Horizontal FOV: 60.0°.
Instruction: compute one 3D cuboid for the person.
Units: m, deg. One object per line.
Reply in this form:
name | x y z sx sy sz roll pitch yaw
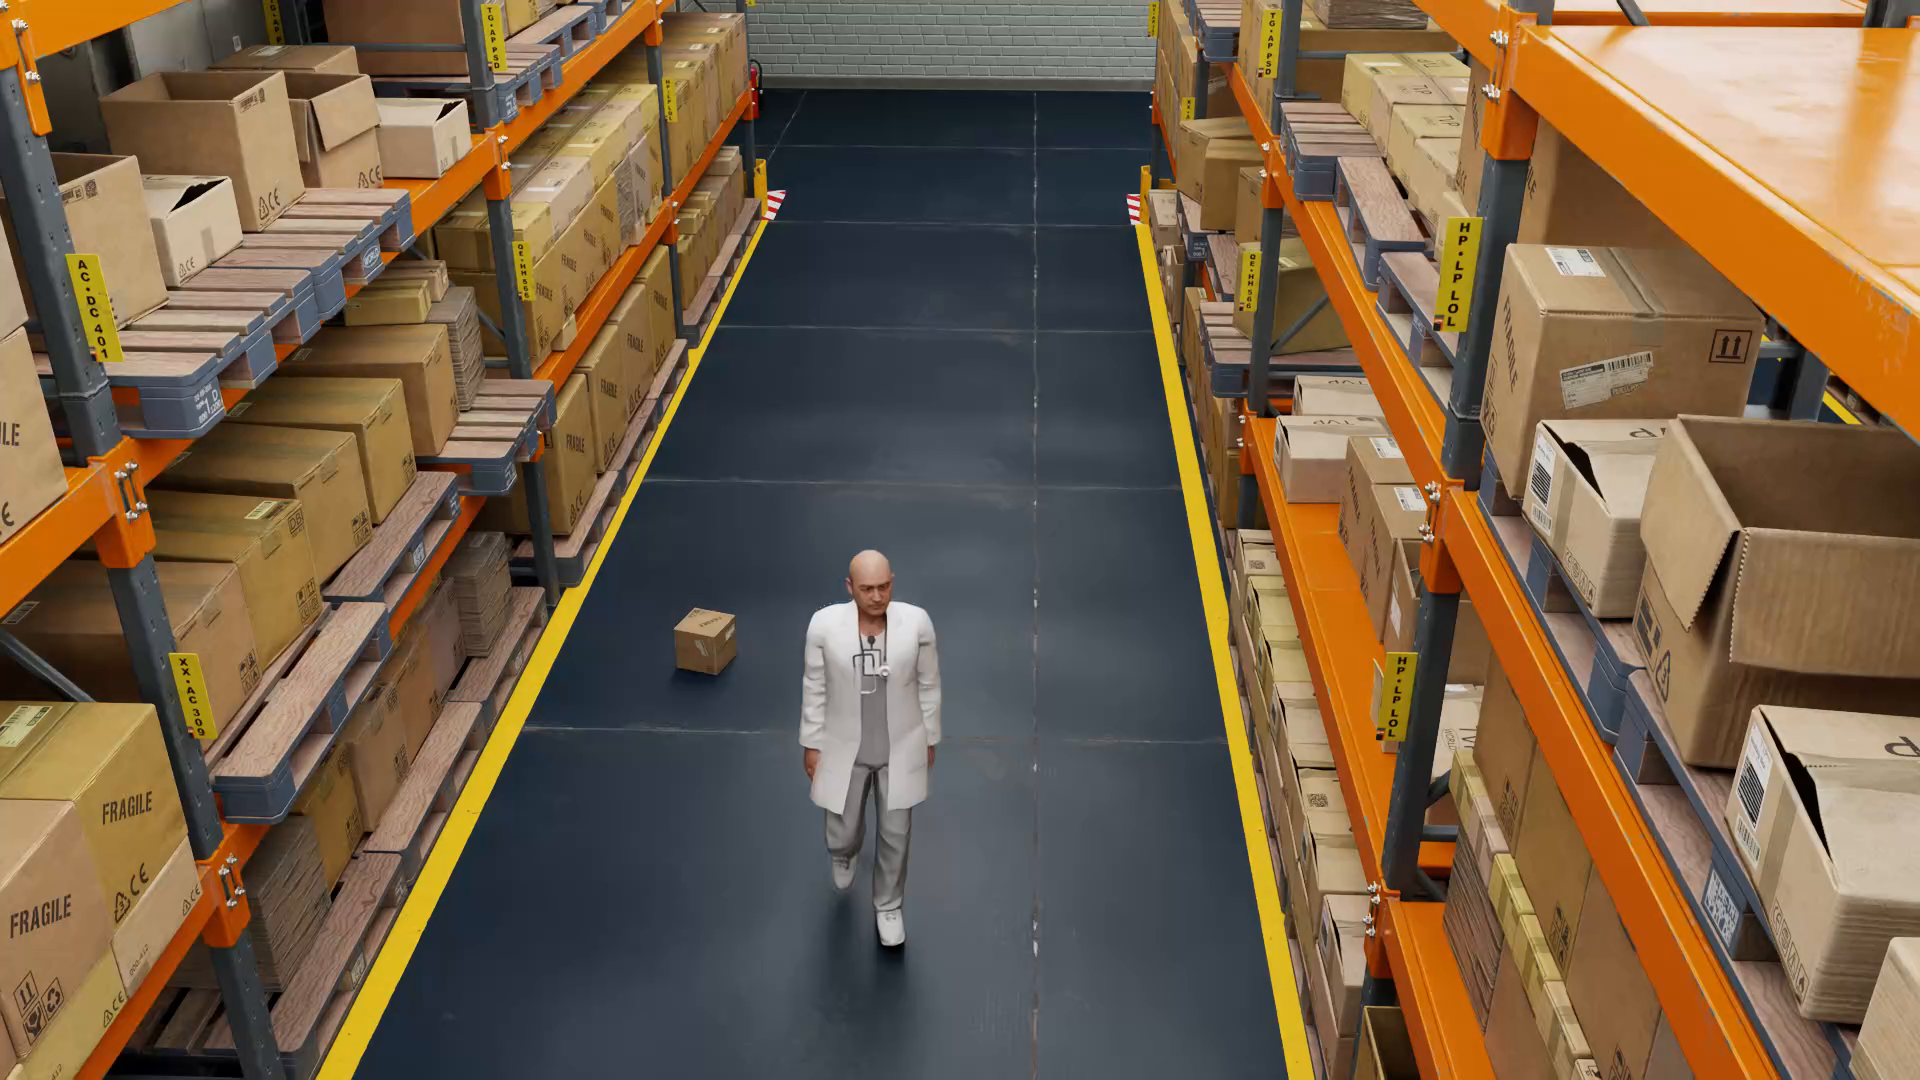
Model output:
person | -0.372 0.845 6.955 0.601 1.770 0.597 -3 28 -6
